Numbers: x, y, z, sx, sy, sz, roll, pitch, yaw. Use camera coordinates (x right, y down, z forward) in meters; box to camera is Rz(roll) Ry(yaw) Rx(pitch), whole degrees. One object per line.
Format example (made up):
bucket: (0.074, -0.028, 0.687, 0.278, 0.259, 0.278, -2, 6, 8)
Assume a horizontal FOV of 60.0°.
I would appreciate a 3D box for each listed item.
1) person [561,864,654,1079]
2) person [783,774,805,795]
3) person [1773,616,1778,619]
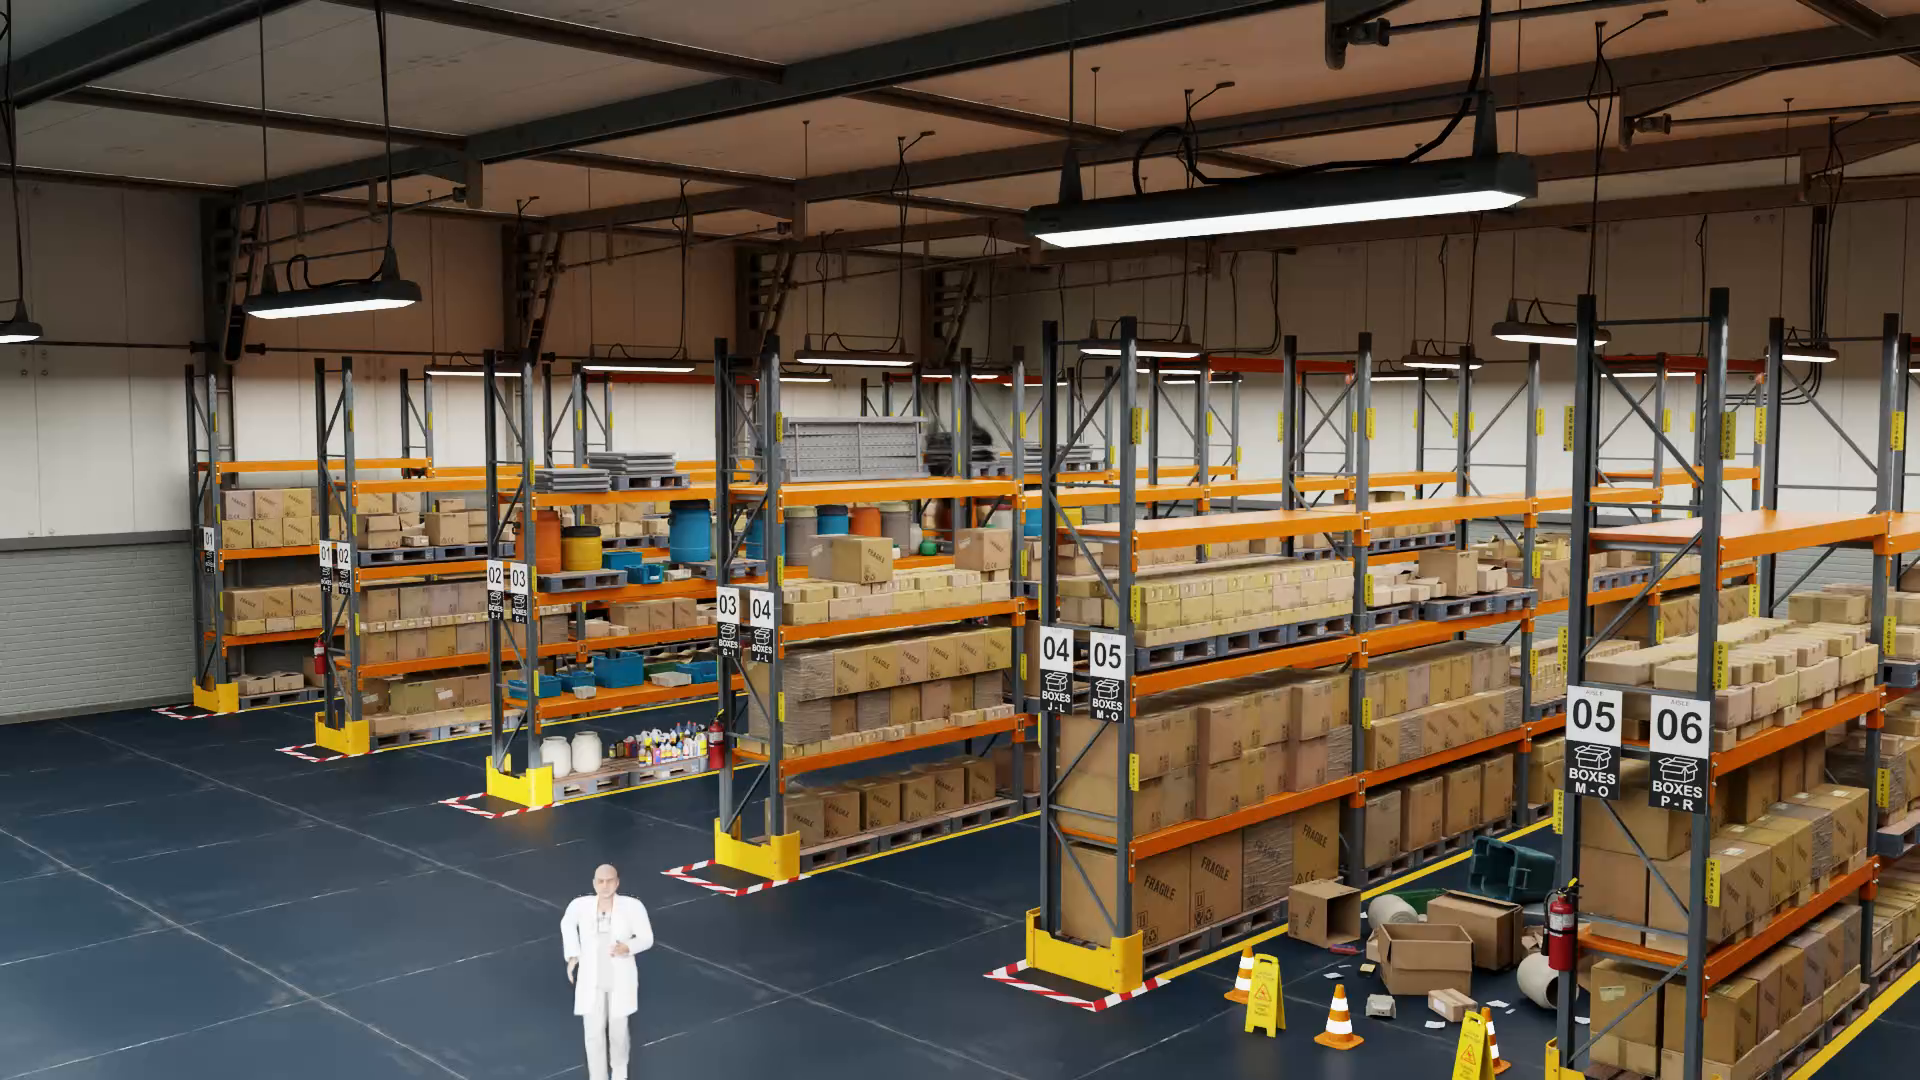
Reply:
person: (-2.637, 3.364, 12.430, 0.694, 1.735, 0.875, -1, 4, -8)
person: (-2.173, 2.741, 21.154, 0.571, 1.626, 0.640, -4, 6, -44)
person: (13.372, 2.173, 27.345, 0.875, 1.844, 0.643, 3, 5, 34)
